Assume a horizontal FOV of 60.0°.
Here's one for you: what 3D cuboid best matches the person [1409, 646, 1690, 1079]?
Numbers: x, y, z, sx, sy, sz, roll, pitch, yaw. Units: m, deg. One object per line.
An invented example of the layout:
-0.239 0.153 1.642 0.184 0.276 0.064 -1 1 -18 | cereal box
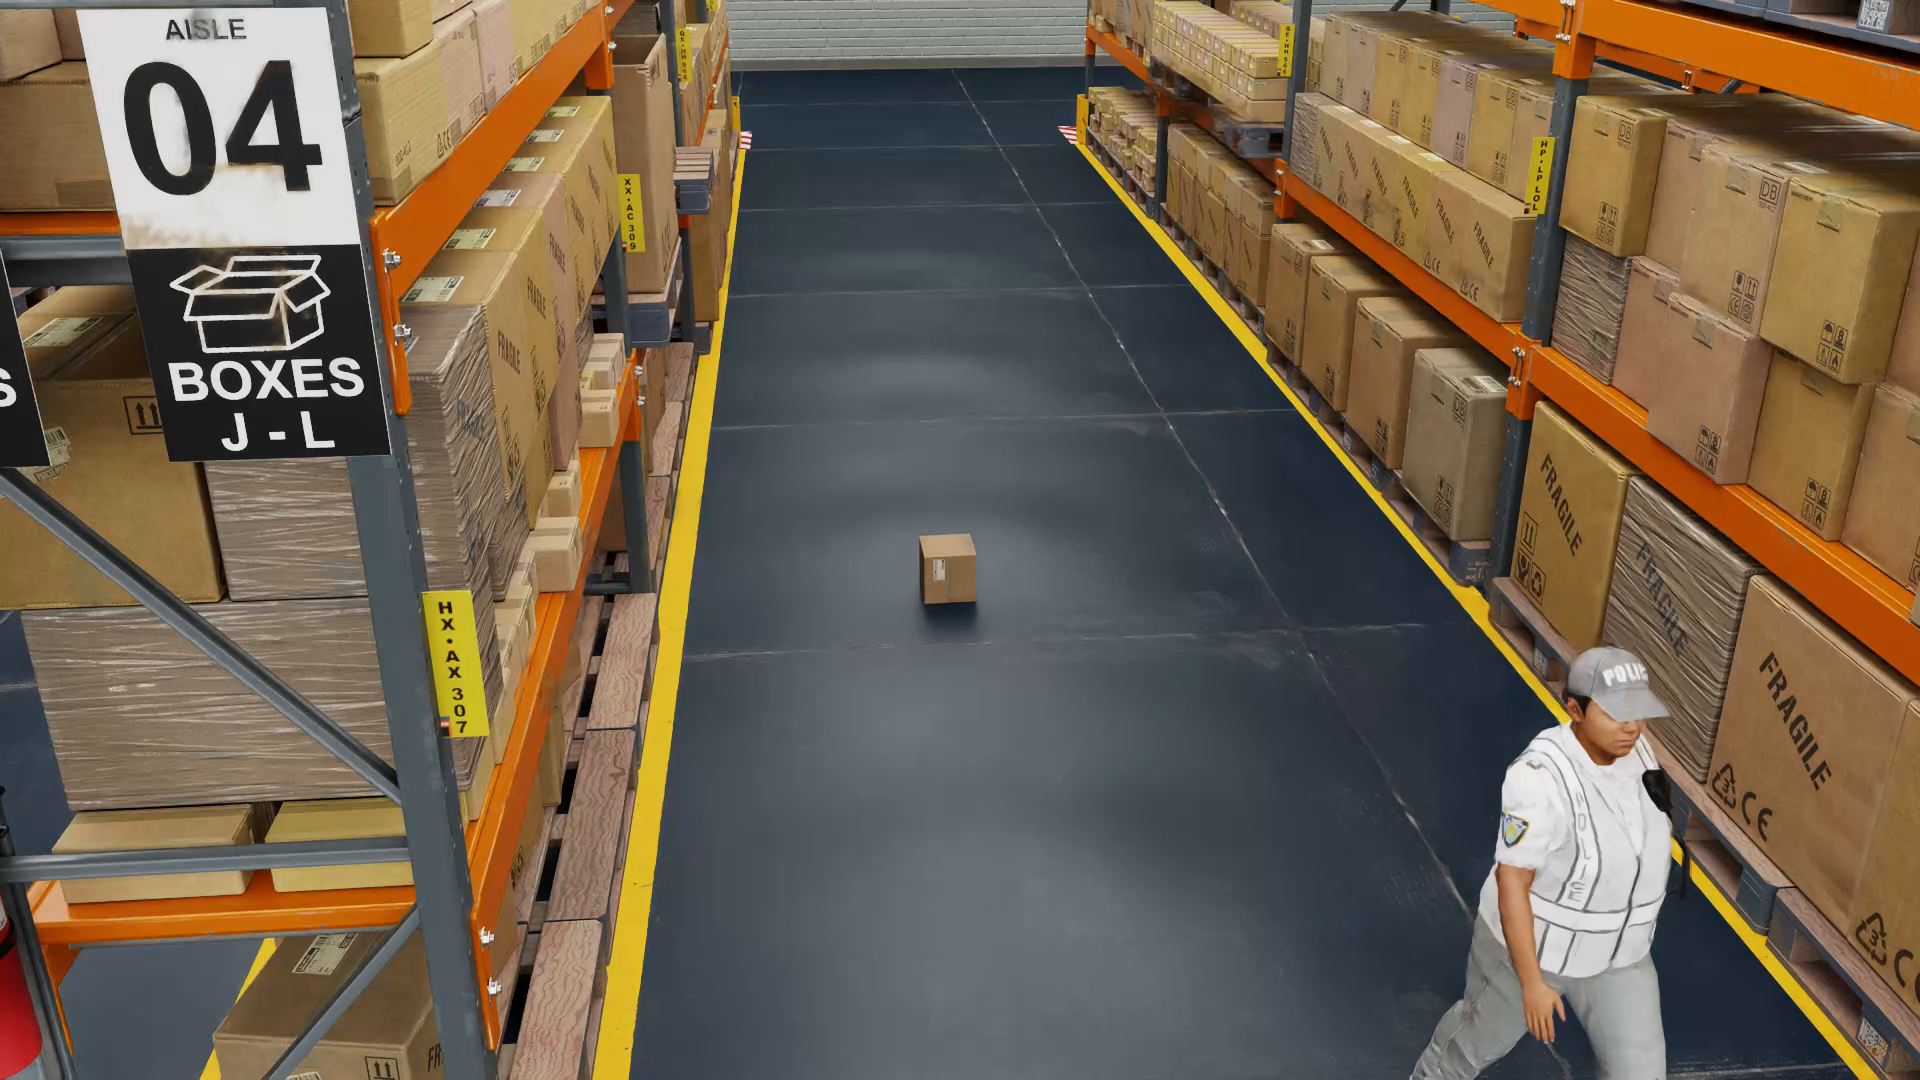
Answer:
1.585 1.046 4.209 0.511 1.617 0.940 -9 25 -19 | person
